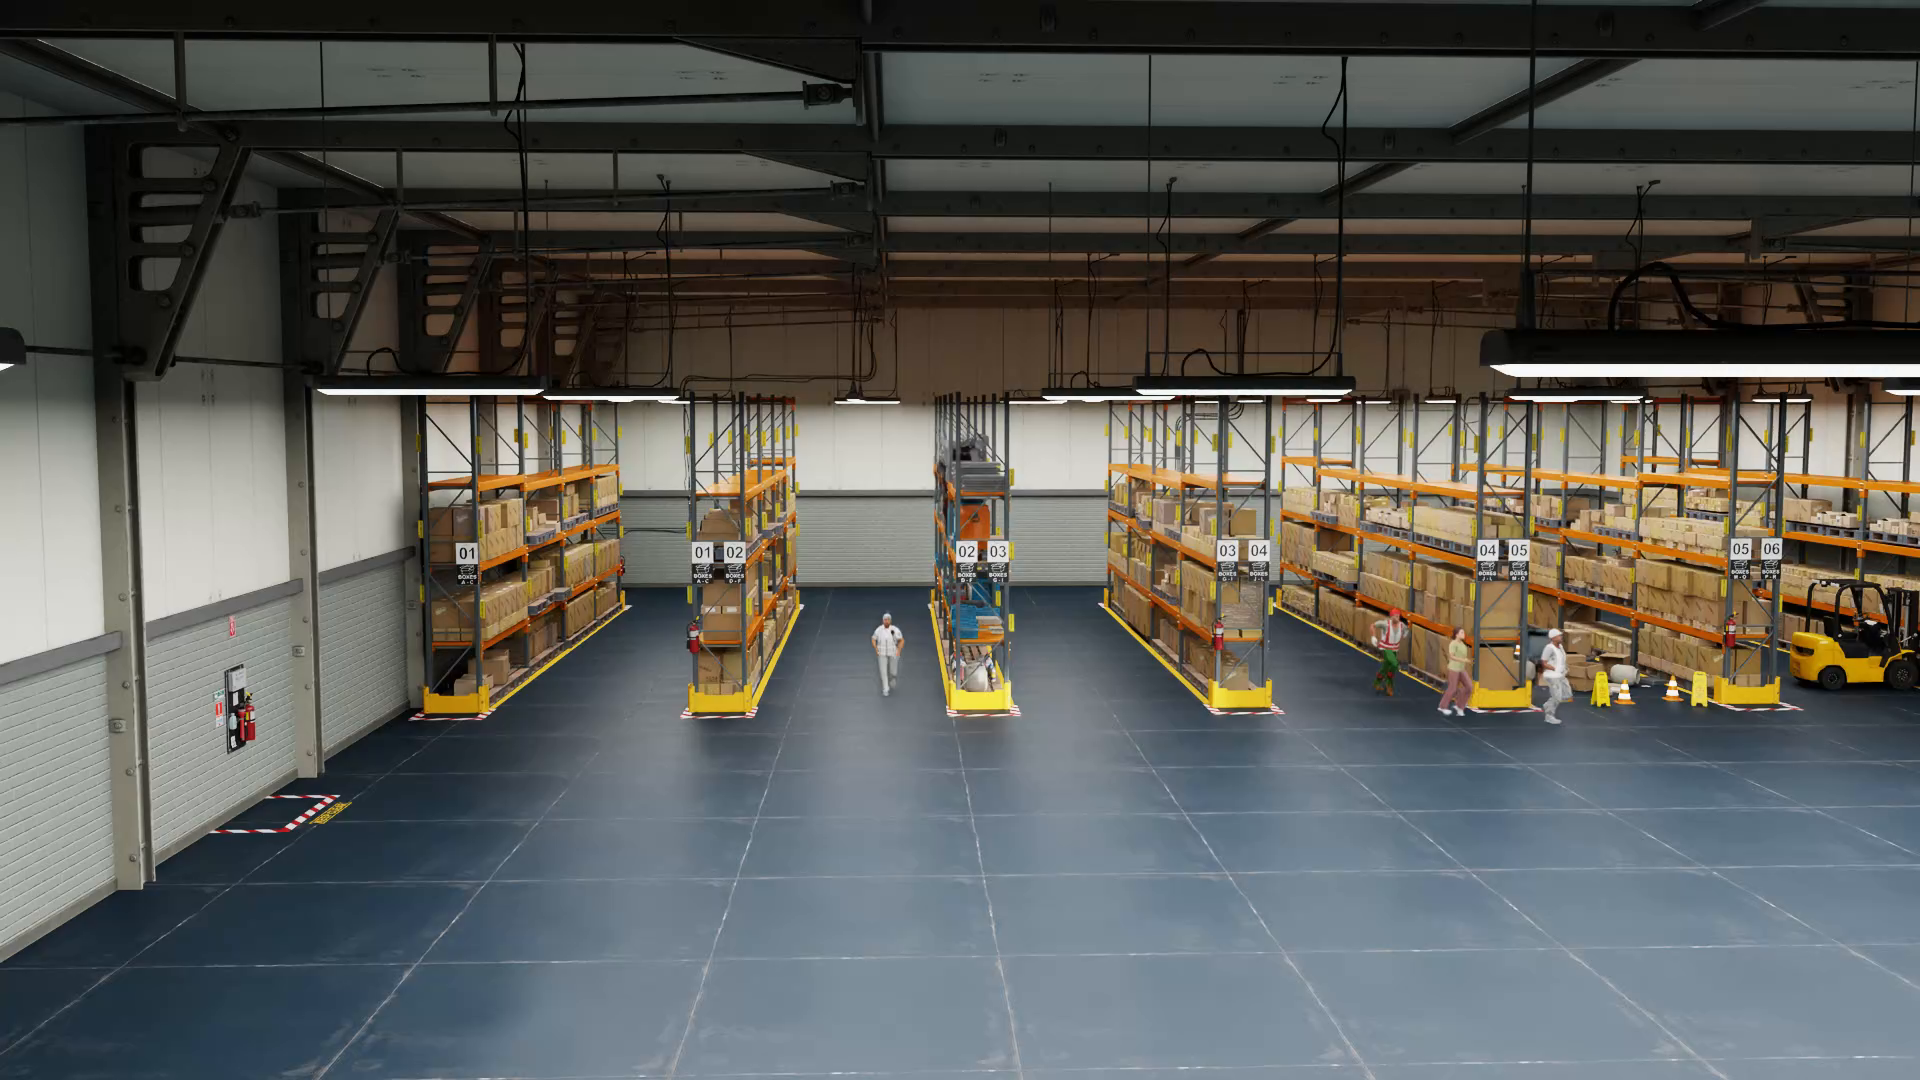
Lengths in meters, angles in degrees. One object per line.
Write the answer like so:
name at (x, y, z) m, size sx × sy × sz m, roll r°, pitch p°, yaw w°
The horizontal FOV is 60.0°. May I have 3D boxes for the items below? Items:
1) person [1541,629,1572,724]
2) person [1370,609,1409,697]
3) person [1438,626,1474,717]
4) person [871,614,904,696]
person at (10.720, 2.455, 29.959) m, size 0.533 × 1.731 × 0.707 m, roll 4°, pitch 6°, yaw 41°
person at (8.502, 2.206, 32.966) m, size 0.645 × 1.745 × 0.939 m, roll -2°, pitch 5°, yaw -25°
person at (9.200, 2.444, 30.767) m, size 0.594 × 1.711 × 0.693 m, roll -4°, pitch 6°, yaw -42°
person at (-1.444, 2.265, 33.080) m, size 0.648 × 1.615 × 0.626 m, roll 0°, pitch 5°, yaw 0°
